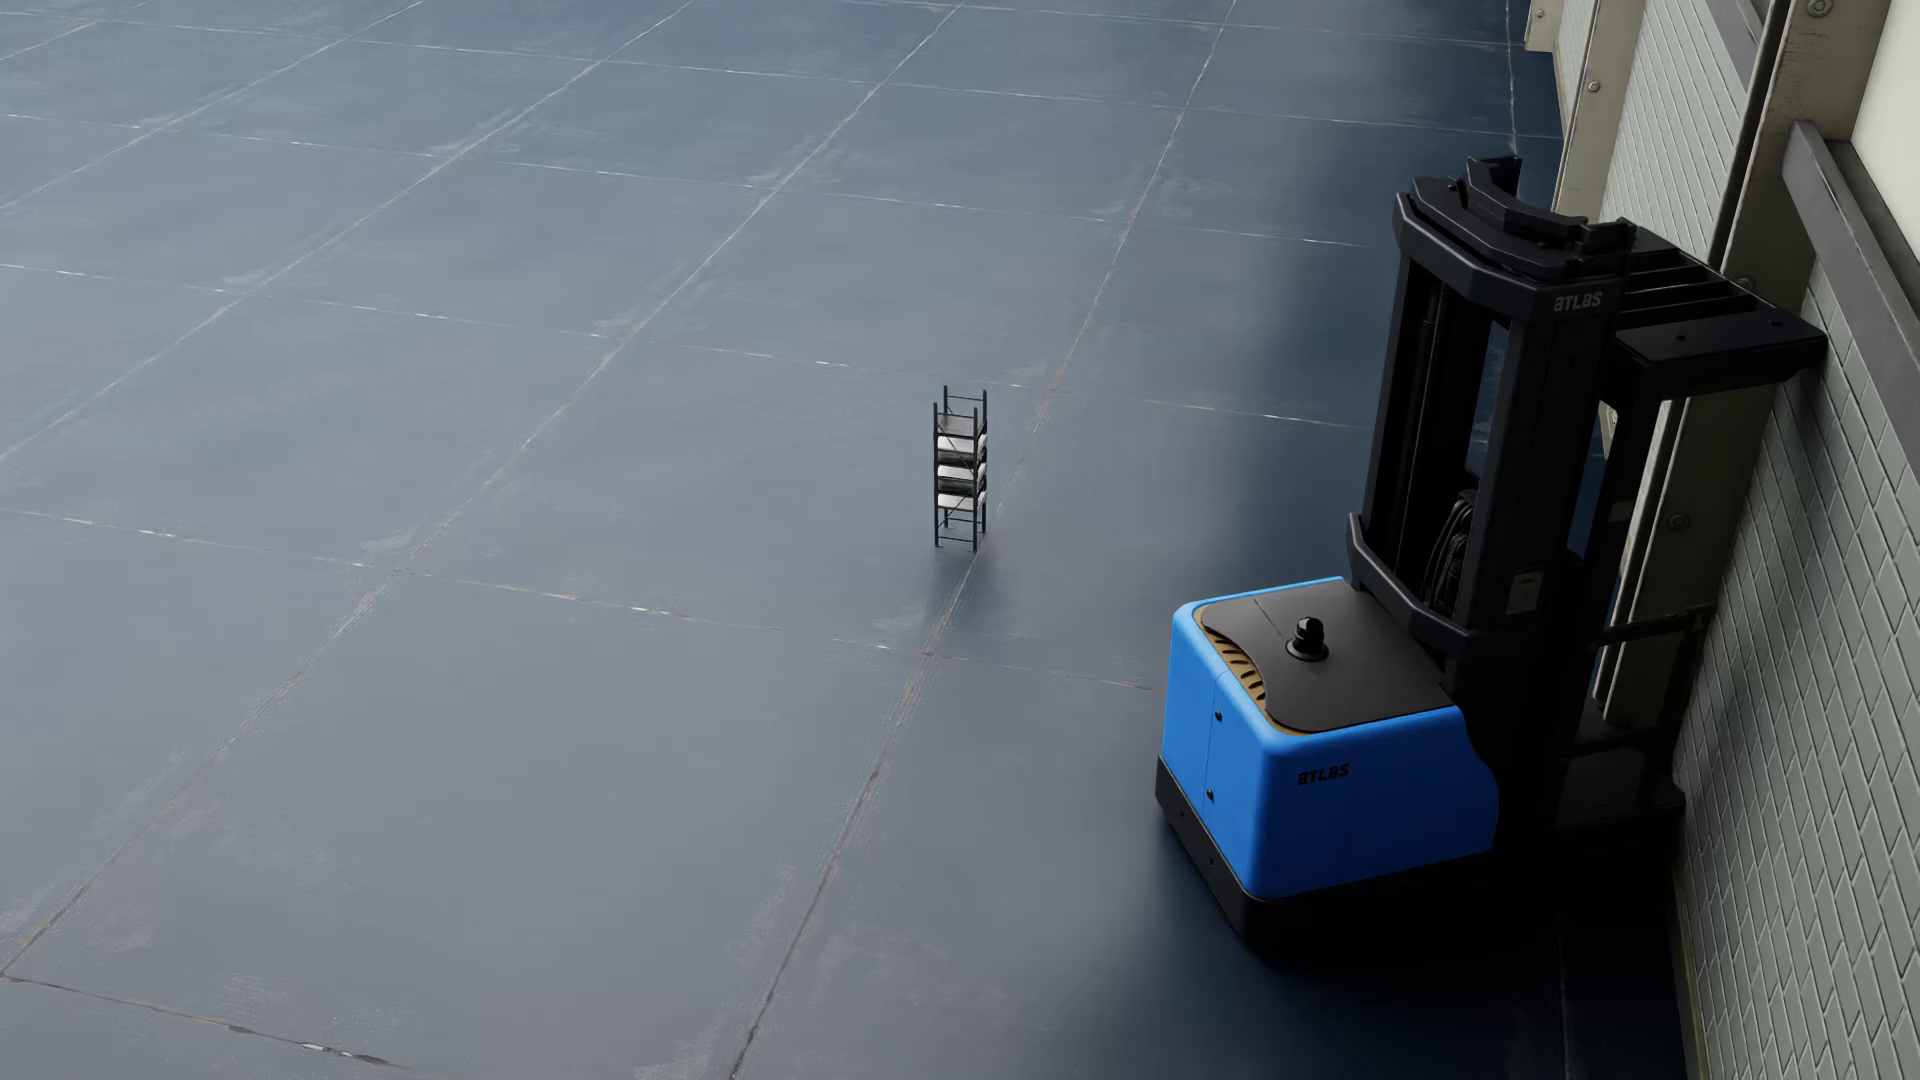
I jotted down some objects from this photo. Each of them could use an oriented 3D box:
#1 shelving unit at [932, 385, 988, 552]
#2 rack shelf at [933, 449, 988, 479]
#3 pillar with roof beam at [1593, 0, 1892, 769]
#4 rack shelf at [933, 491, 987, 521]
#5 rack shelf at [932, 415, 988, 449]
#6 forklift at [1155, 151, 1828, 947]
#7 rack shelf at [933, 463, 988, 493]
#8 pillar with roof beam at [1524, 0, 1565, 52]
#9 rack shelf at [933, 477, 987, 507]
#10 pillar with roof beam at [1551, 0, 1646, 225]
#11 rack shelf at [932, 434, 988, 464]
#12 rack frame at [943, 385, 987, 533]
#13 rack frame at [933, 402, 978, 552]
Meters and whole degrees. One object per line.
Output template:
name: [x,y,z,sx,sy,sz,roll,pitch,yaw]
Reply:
shelving unit: [0.002,-0.384,9.085,0.258,0.900,0.210,8,33,12]
rack shelf: [0.002,-0.432,9.055,0.258,0.077,0.200,8,33,12]
pillar with roof beam: [-1.107,-3.354,6.208,9.100,9.000,0.400,8,33,12]
rack shelf: [0.002,-0.204,9.199,0.258,0.077,0.200,8,33,12]
rack shelf: [0.002,-0.584,8.958,0.258,0.077,0.200,8,33,12]
forklift: [2.444,-0.046,6.659,3.031,2.935,1.130,-9,34,-14]
rack shelf: [0.002,-0.356,9.103,0.258,0.077,0.200,8,33,12]
pillar with roof beam: [1.938,-9.581,16.003,9.100,9.000,0.400,8,33,12]
rack shelf: [0.002,-0.280,9.151,0.258,0.077,0.200,8,33,12]
pillar with roof beam: [0.415,-6.468,11.106,9.100,9.000,0.400,8,33,12]
rack shelf: [0.002,-0.508,9.006,0.258,0.077,0.200,8,33,12]
rack frame: [0.028,-0.437,9.168,0.240,0.900,0.006,8,33,12]
rack frame: [-0.024,-0.331,9.002,0.240,0.900,0.006,8,33,12]
